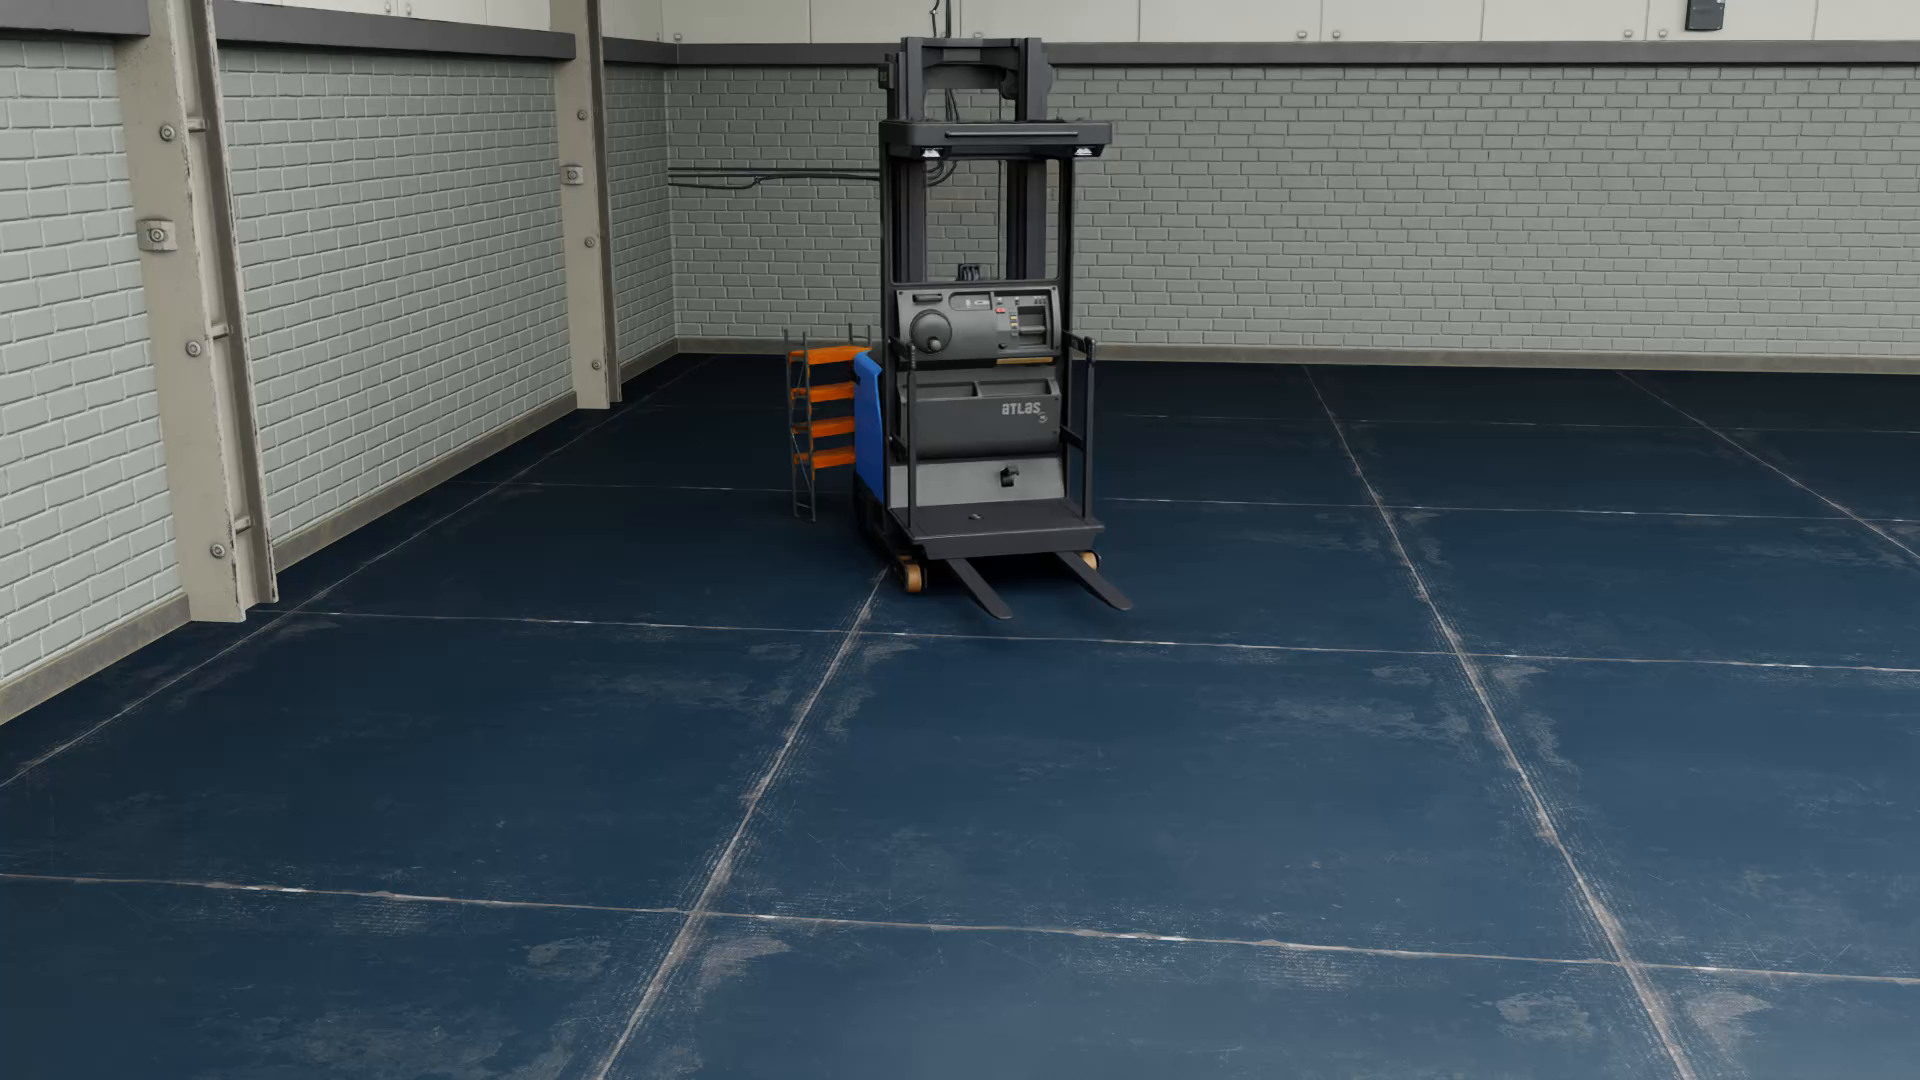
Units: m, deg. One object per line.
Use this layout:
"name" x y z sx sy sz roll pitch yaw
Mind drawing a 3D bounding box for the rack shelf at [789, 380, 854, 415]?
"rack shelf" -0.824 -0.915 10.626 0.480 0.148 0.258 -11 16 -36

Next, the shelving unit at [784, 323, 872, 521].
"shelving unit" -0.820 -0.762 10.661 0.503 1.200 0.258 -11 16 -36

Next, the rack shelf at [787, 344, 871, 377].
"rack shelf" -0.831 -1.145 10.572 0.480 0.148 0.258 -11 16 -36

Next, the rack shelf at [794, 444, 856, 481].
"rack shelf" -0.813 -0.504 10.721 0.480 0.148 0.258 -11 16 -36

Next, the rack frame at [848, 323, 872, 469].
"rack frame" -0.628 -0.802 10.806 0.015 1.200 0.240 -11 16 -36

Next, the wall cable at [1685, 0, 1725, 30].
"wall cable" 7.909 -7.614 14.564 2.305 6.003 0.169 2 15 6

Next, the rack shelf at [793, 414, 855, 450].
"rack shelf" -0.818 -0.697 10.676 0.480 0.148 0.258 -11 16 -36

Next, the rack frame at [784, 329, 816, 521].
"rack frame" -1.012 -0.723 10.516 0.015 1.200 0.240 -11 16 -36

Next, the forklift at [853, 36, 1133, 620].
"forklift" 0.160 -1.230 9.095 1.130 2.935 3.031 -4 16 -13

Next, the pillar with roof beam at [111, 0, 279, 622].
"pillar with roof beam" 0.432 -3.848 7.151 9.100 9.000 0.400 2 15 6

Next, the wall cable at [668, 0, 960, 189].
"wall cable" -1.522 -4.757 16.462 3.097 2.526 0.112 2 15 6

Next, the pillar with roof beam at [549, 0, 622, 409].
"pillar with roof beam" 1.109 -5.404 12.906 9.100 9.000 0.400 2 15 6
